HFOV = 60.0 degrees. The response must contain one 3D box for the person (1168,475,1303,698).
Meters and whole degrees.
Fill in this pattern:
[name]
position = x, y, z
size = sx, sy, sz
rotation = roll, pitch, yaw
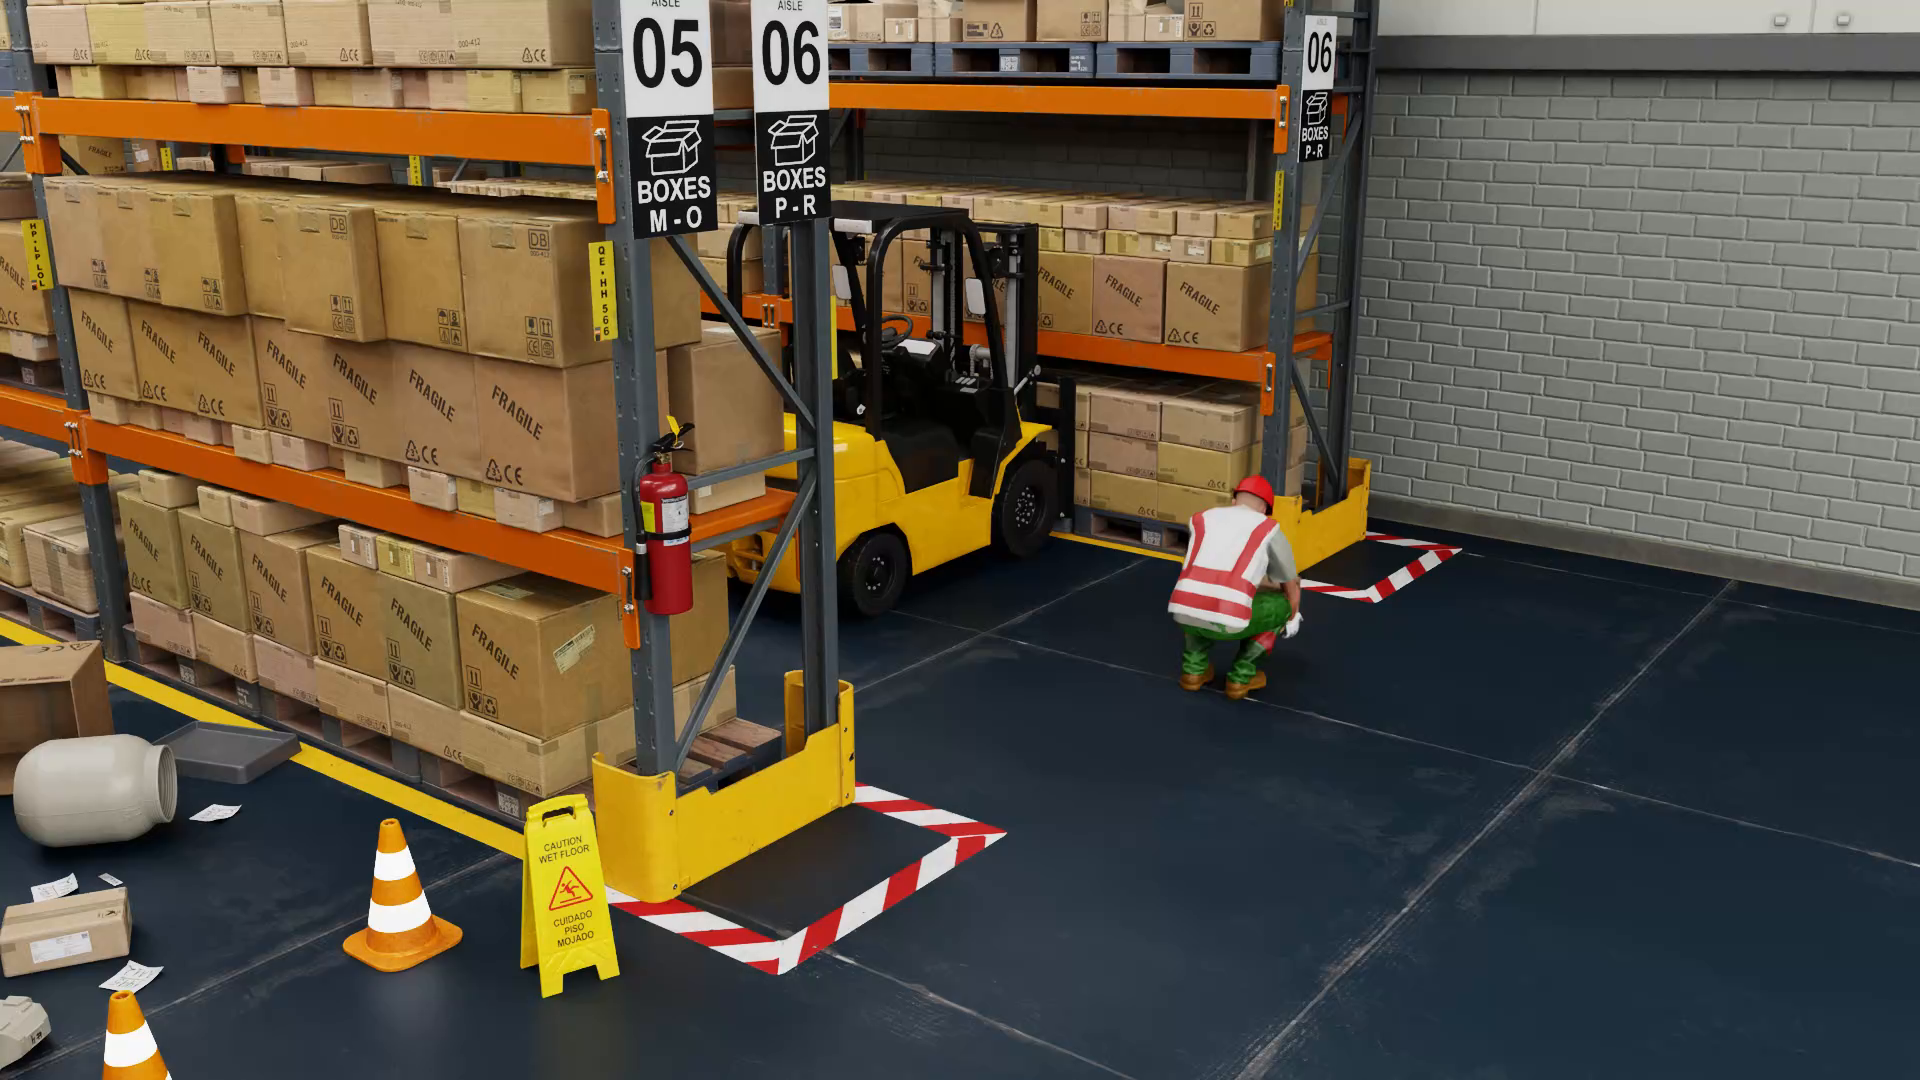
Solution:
[person]
position = 1.337, 0.222, 8.165
size = 0.565, 0.991, 0.875
rotation = 12, 20, 35
